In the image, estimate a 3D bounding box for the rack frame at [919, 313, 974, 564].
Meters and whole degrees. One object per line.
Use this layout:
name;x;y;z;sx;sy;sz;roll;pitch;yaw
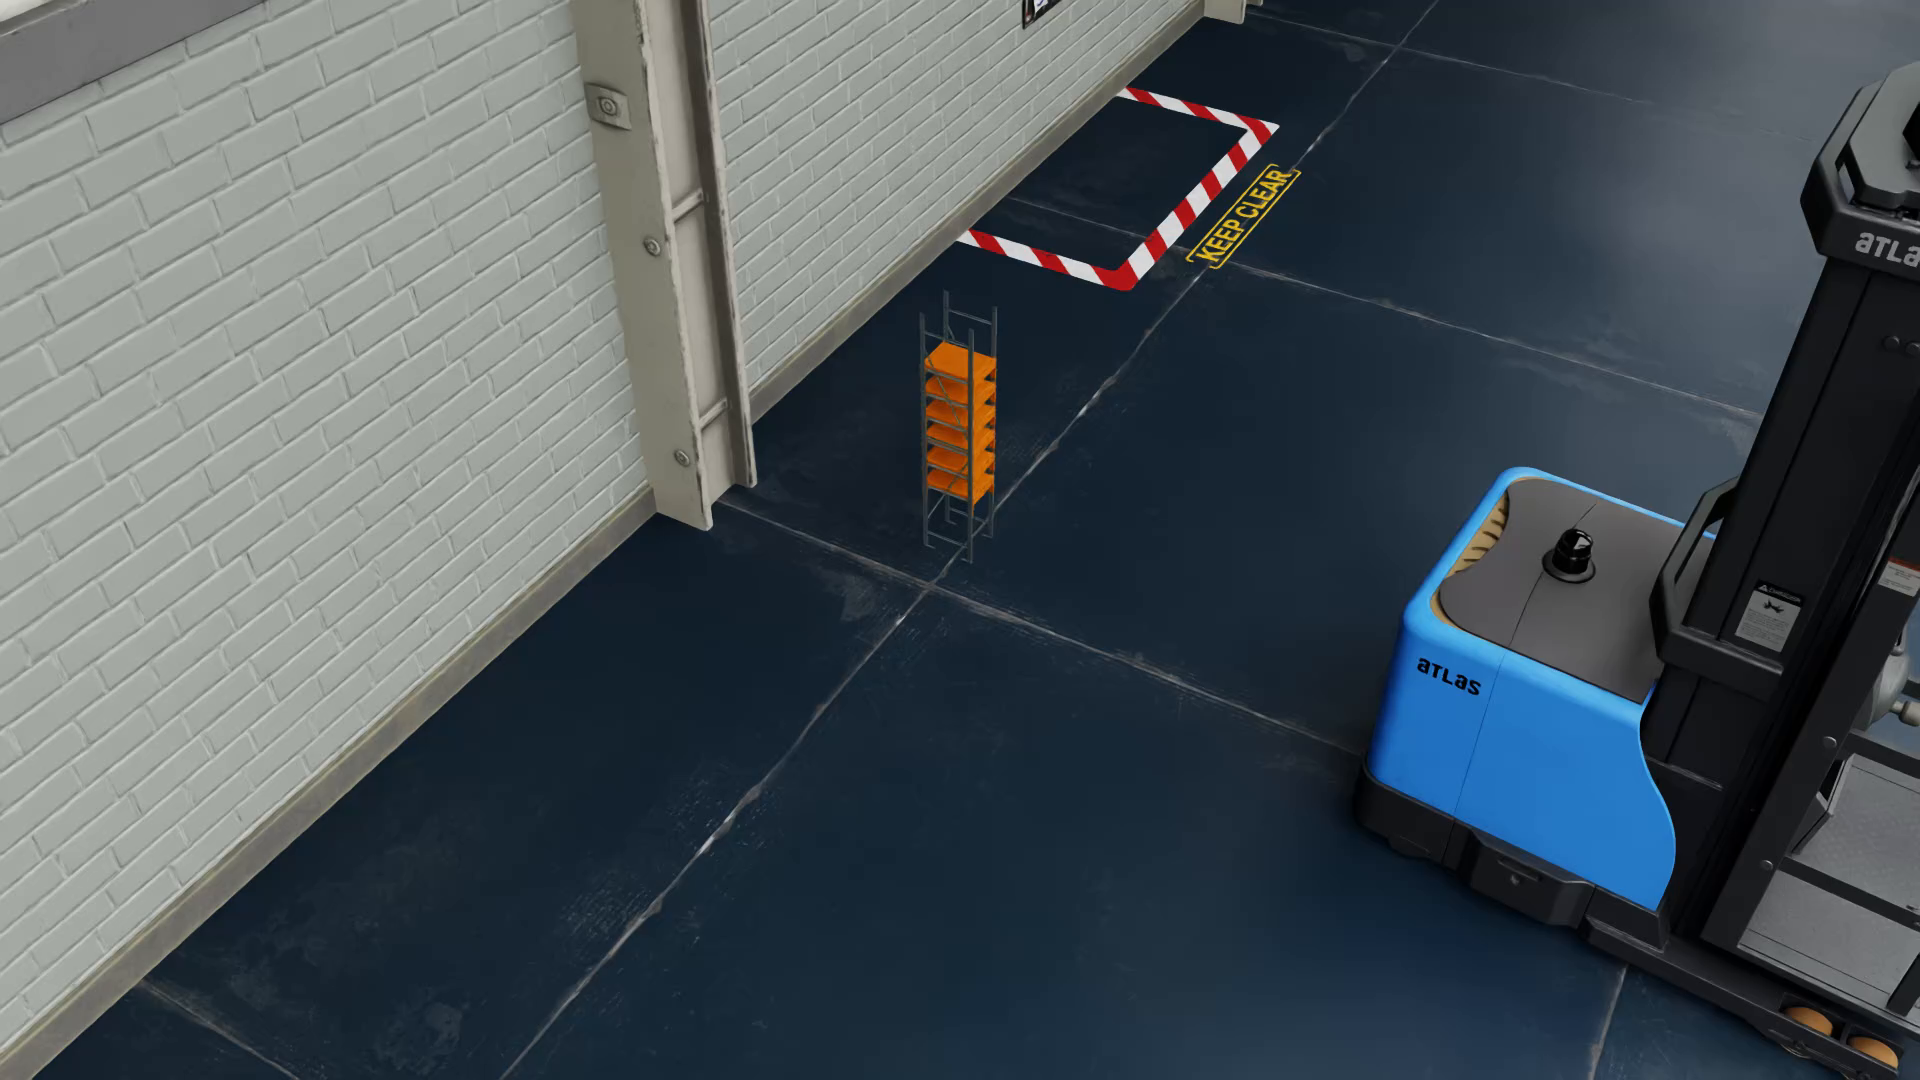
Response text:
rack frame;-0.053;-0.390;6.785;0.240;1.200;0.006;21;45;22

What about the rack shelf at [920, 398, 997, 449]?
rack shelf;-0.007;-0.499;6.794;0.258;0.103;0.180;21;45;22

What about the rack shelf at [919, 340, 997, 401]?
rack shelf;-0.007;-0.679;6.635;0.258;0.103;0.180;21;45;22

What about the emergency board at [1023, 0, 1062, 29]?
emergency board;0.566;-3.360;8.796;0.157;1.169;0.626;21;45;22

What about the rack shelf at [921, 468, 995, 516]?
rack shelf;-0.007;-0.229;7.032;0.258;0.103;0.180;21;45;22

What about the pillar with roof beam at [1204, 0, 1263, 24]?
pillar with roof beam;5.583;-5.588;6.787;9.100;9.000;0.400;21;45;22

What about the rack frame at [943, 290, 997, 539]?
rack frame;0.039;-0.494;6.904;0.240;1.200;0.006;21;45;22

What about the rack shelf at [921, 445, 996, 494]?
rack shelf;-0.007;-0.319;6.953;0.258;0.103;0.180;21;45;22

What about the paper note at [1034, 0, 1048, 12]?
paper note;0.438;-2.950;8.997;0.016;0.148;0.142;21;45;22

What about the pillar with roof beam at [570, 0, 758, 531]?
pillar with roof beam;2.580;-2.155;2.888;9.100;9.000;0.400;21;45;22

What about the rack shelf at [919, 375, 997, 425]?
rack shelf;-0.007;-0.589;6.715;0.258;0.103;0.180;21;45;22

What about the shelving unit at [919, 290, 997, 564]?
shelving unit;-0.007;-0.442;6.844;0.258;1.200;0.189;21;45;22

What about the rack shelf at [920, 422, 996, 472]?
rack shelf;-0.007;-0.409;6.873;0.258;0.103;0.180;21;45;22

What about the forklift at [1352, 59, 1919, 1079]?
forklift;2.923;0.235;4.765;3.031;2.935;1.130;25;47;25
